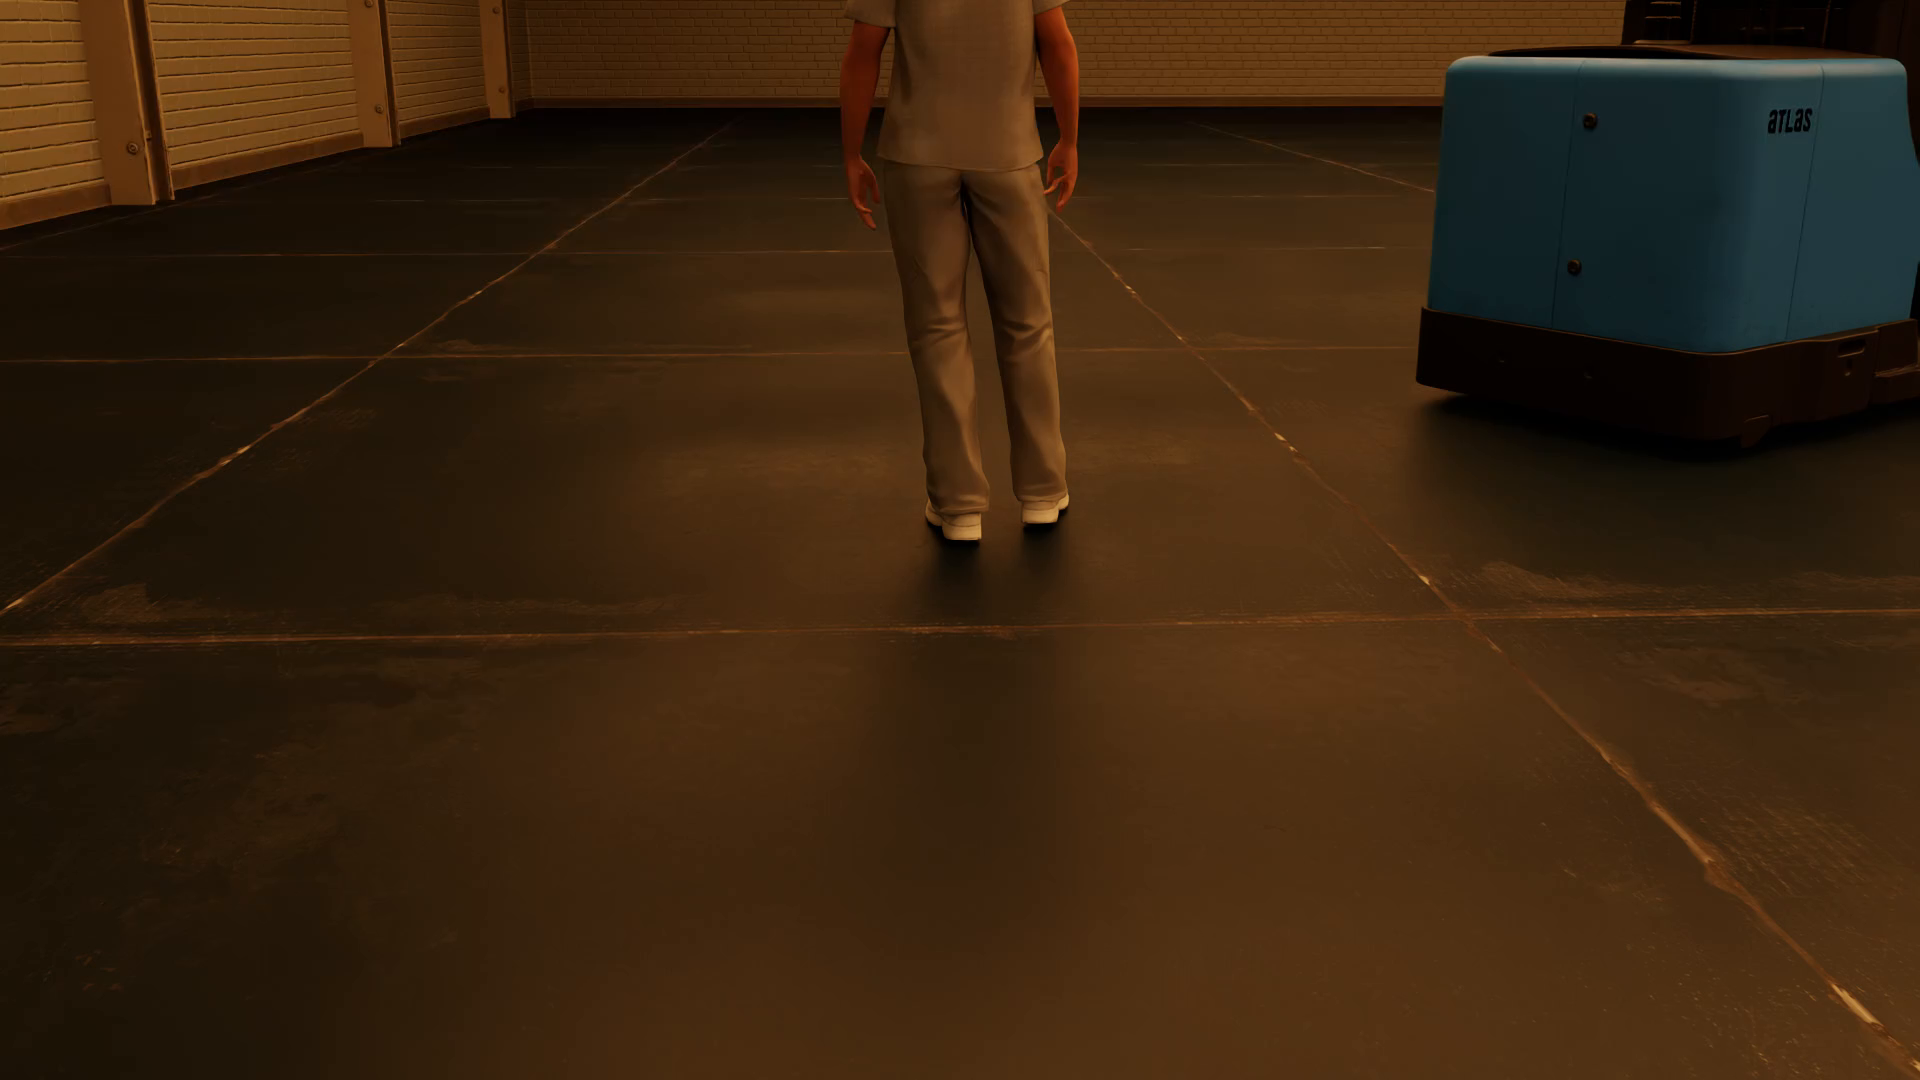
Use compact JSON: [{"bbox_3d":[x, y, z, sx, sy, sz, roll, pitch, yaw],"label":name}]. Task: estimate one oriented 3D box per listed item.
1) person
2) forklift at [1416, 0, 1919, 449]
[{"bbox_3d":[0.010,-0.830,3.742,0.549,1.675,0.549,-1,17,-3],"label":"person"},{"bbox_3d":[2.960,-1.975,5.362,3.031,2.935,1.130,-12,21,-33],"label":"forklift"}]
